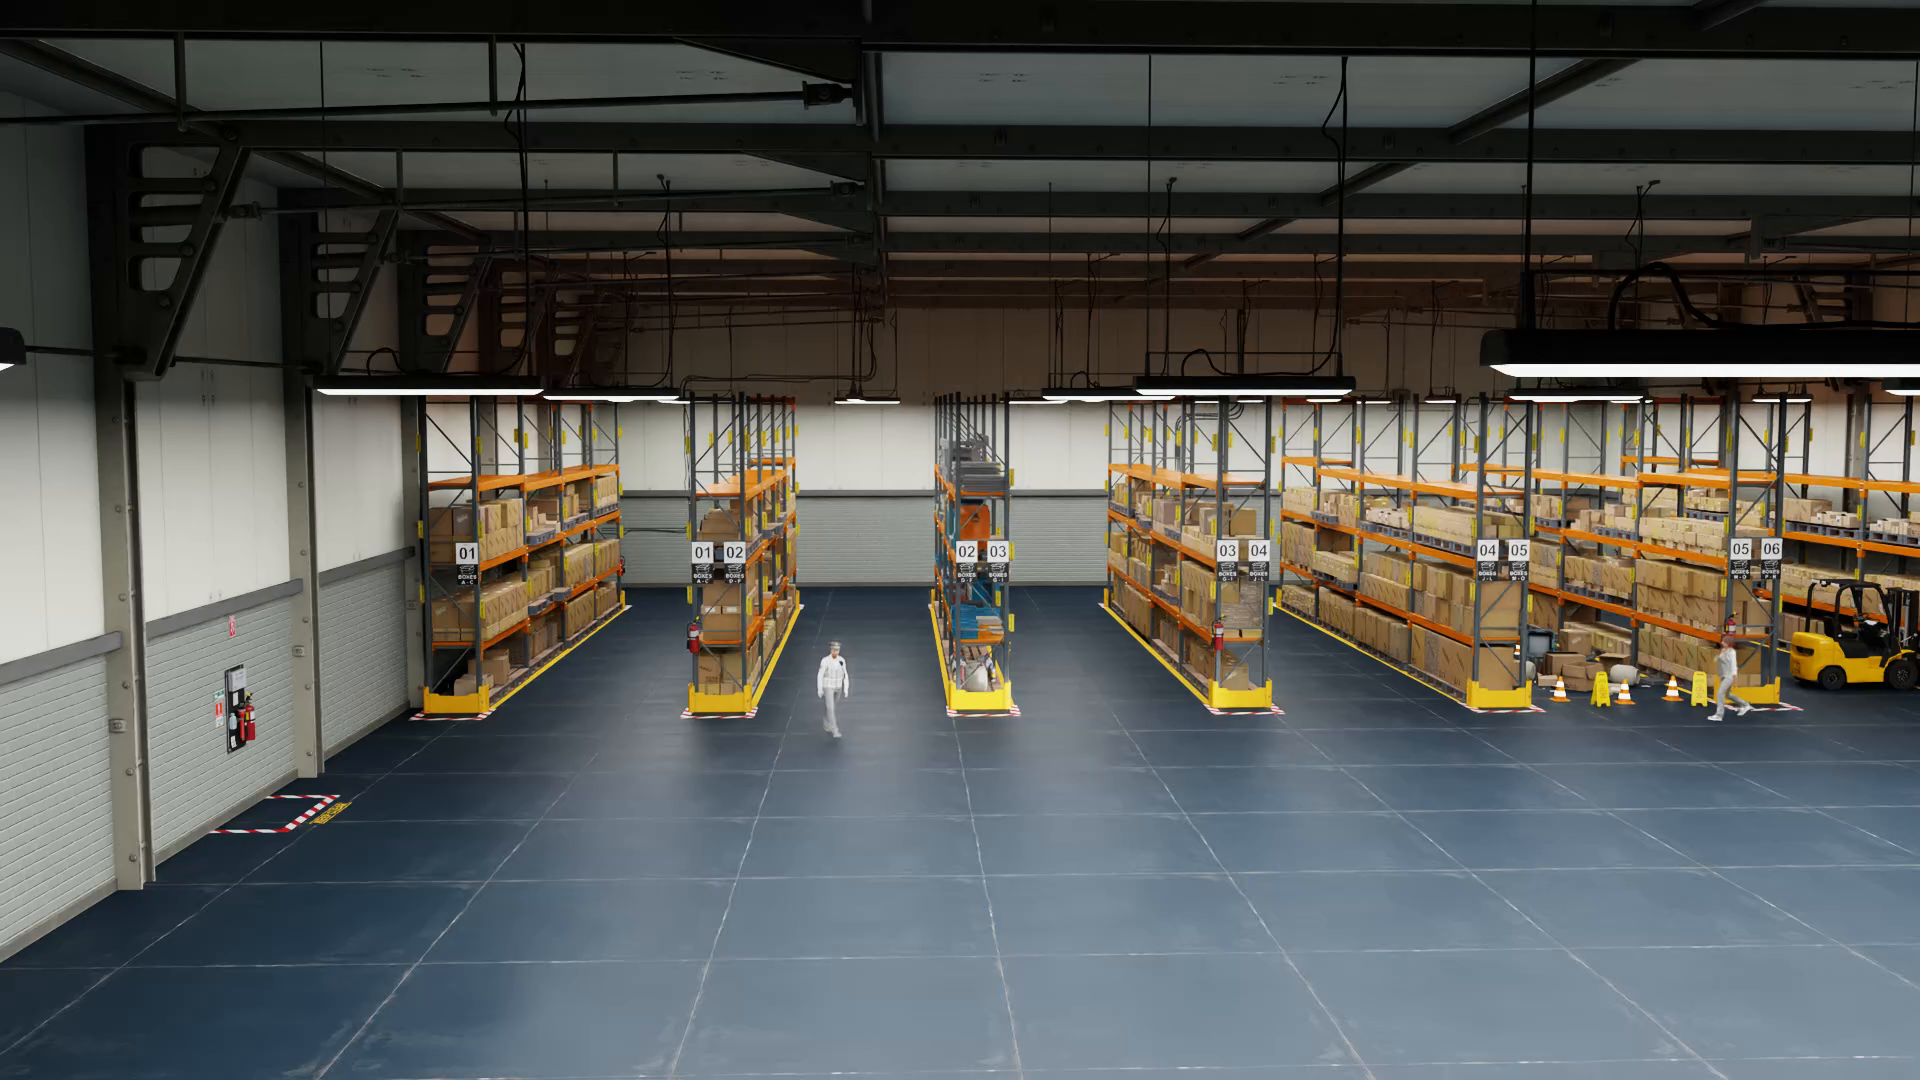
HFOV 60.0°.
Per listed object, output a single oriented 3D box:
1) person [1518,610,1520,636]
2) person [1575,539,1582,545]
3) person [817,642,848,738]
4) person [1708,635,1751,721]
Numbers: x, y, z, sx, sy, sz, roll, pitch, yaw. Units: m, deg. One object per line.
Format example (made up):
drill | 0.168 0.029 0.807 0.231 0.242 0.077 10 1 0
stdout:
person | 13.371 1.715 40.070 0.414 1.591 0.511 -2 5 -24
person | 18.619 0.894 50.033 1.054 1.633 0.580 -1 5 -9
person | -2.180 2.574 28.895 0.504 1.616 0.988 -3 6 -35
person | 14.033 2.511 30.267 0.847 1.545 0.415 0 5 -1
